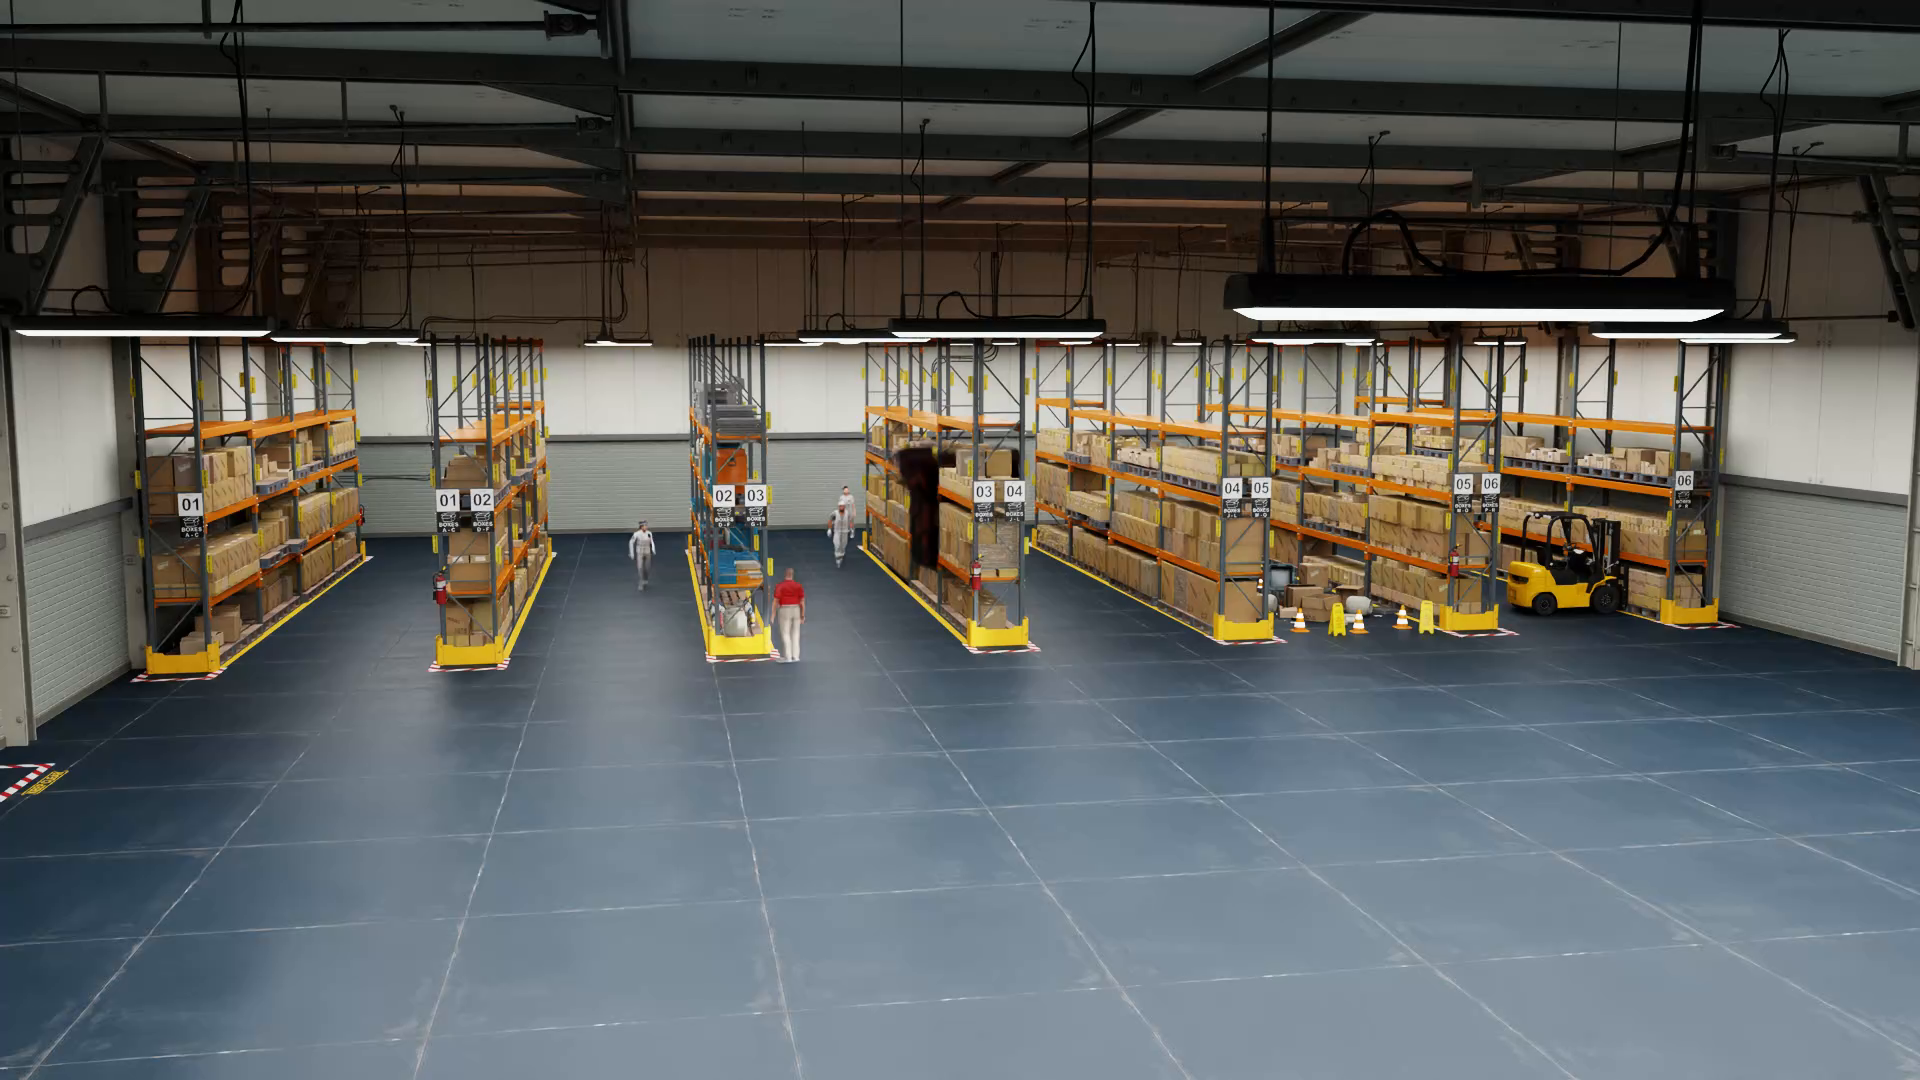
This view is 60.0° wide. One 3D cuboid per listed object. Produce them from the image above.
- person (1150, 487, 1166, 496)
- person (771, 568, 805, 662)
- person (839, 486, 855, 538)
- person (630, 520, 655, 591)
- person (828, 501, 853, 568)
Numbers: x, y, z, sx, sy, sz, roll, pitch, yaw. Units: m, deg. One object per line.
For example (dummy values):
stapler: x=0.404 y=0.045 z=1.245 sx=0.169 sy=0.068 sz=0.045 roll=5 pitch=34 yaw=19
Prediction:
person: x=6.199 y=-1.164 z=52.560 sx=0.542 sy=1.810 sz=0.532 roll=-5 pitch=8 yaw=-35
person: x=-3.150 y=1.396 z=30.474 sx=0.632 sy=1.761 sz=0.423 roll=-2 pitch=7 yaw=-19
person: x=-3.383 y=-0.800 z=49.821 sx=0.554 sy=1.629 sz=0.925 roll=1 pitch=7 yaw=7
person: x=-7.630 y=0.351 z=39.979 sx=0.604 sy=1.686 sz=0.908 roll=-1 pitch=7 yaw=-10
person: x=-3.169 y=-0.150 z=44.044 sx=0.661 sy=1.808 sz=0.877 roll=-1 pitch=7 yaw=-8
